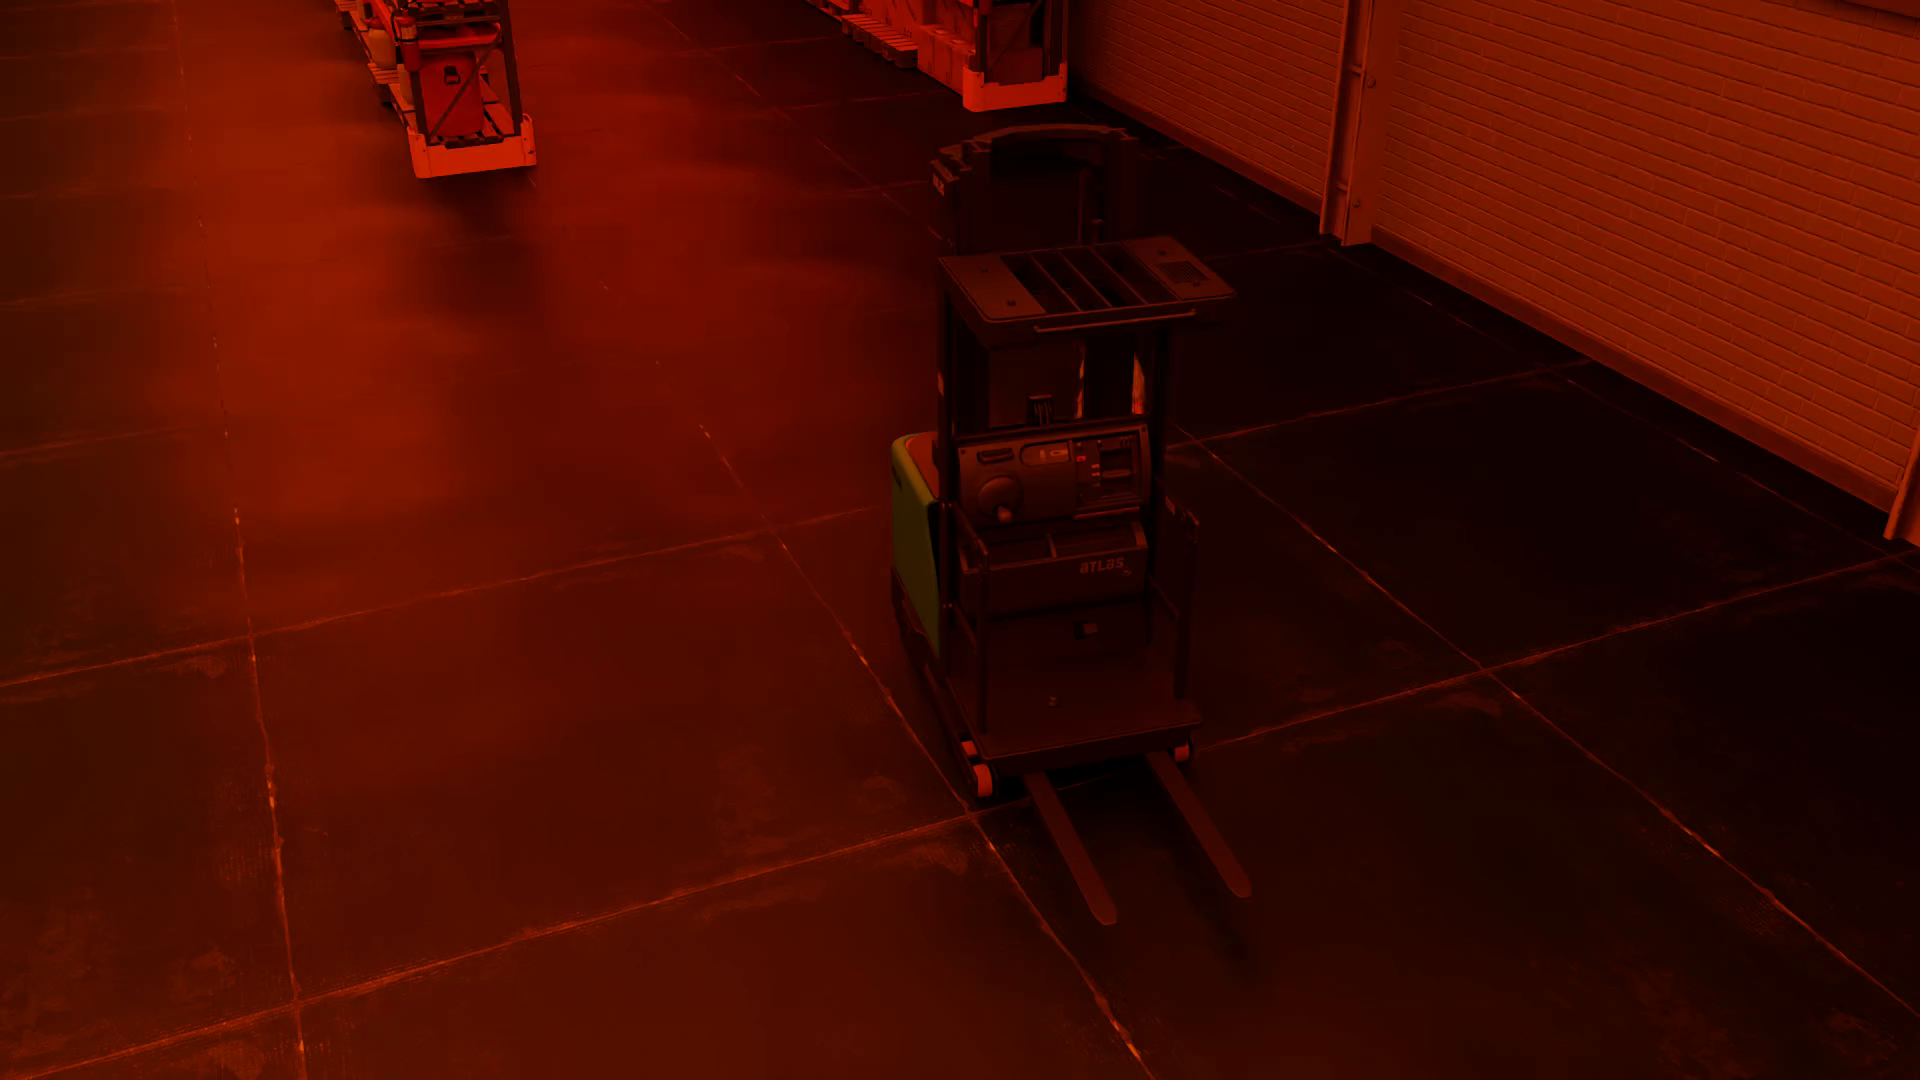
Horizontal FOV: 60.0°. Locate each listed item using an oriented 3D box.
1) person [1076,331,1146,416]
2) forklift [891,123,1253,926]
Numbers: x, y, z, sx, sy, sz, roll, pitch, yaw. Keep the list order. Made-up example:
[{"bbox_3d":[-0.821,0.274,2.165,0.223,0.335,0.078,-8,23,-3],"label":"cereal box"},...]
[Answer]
[{"bbox_3d":[0.893,-0.650,9.632,0.489,1.631,0.802,-13,32,-22],"label":"person"},{"bbox_3d":[0.505,-0.259,7.573,1.130,2.935,3.031,-8,31,-14],"label":"forklift"}]
